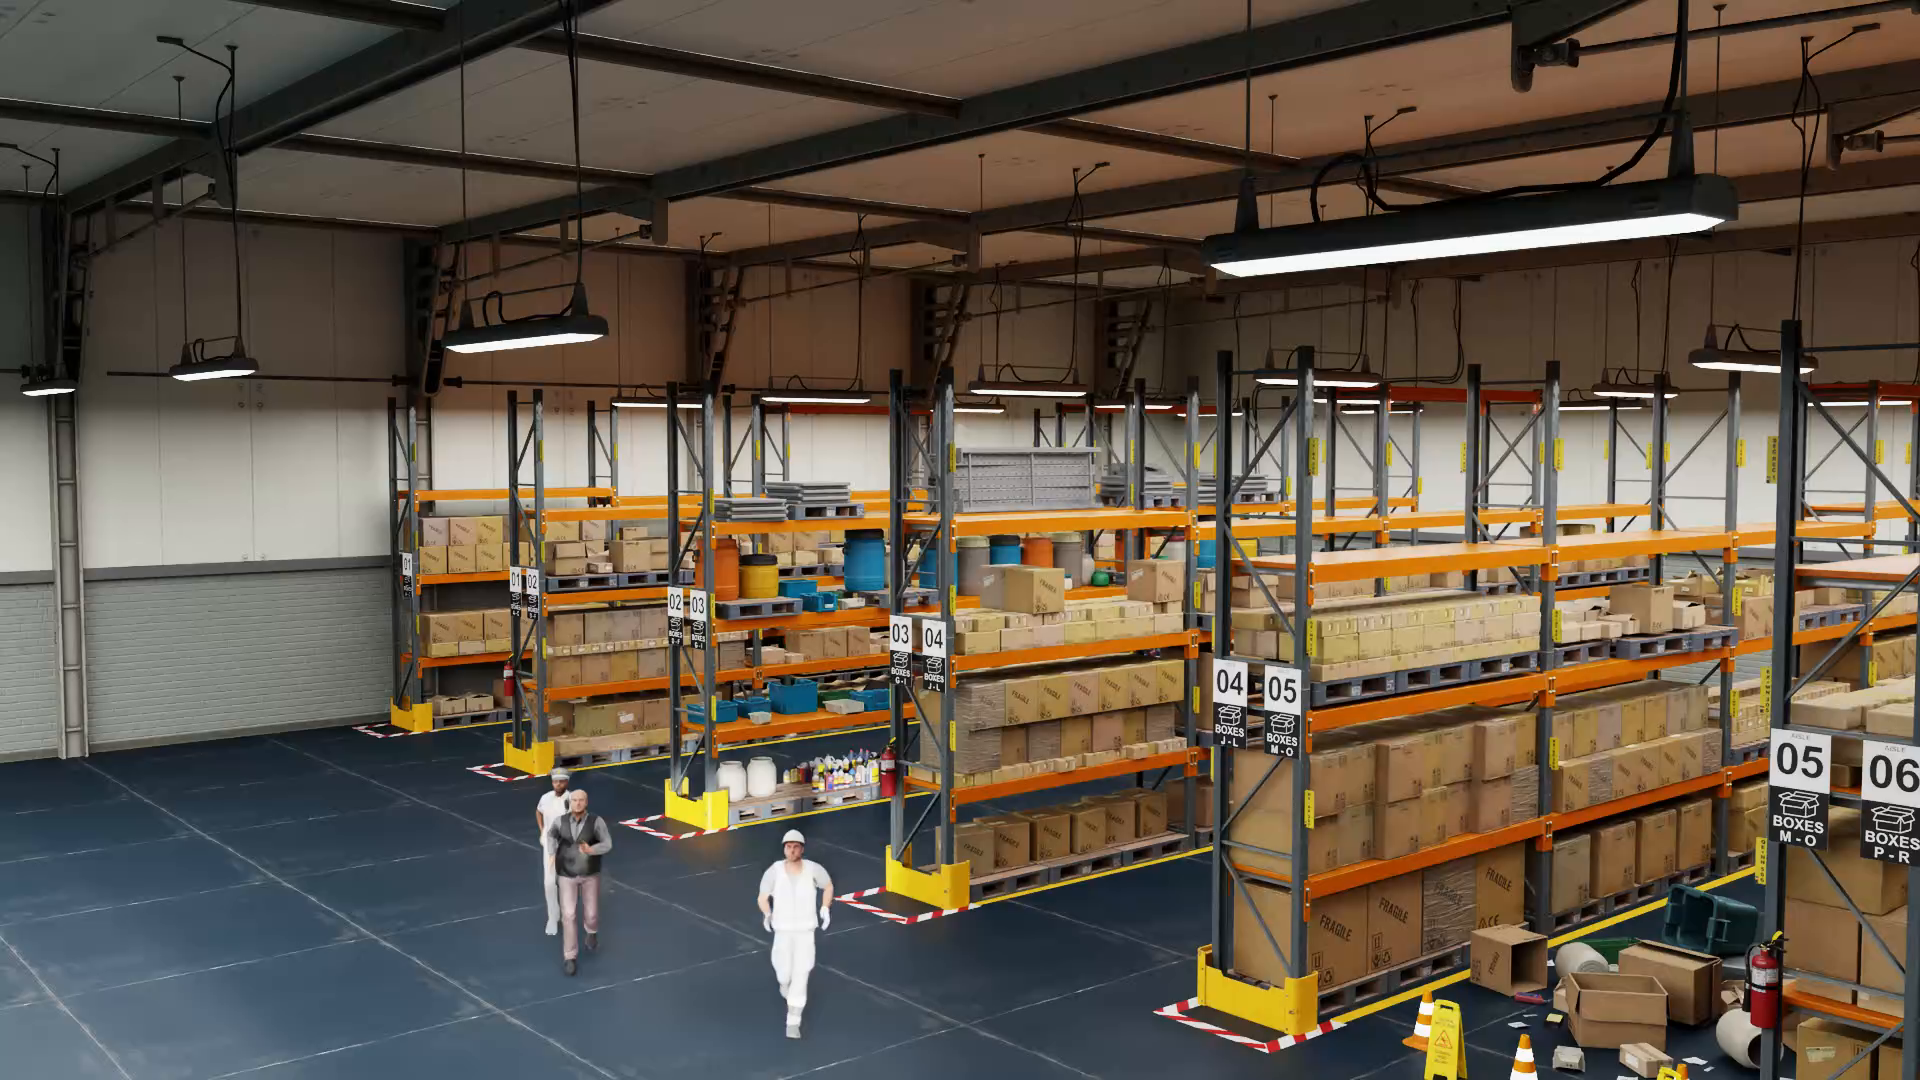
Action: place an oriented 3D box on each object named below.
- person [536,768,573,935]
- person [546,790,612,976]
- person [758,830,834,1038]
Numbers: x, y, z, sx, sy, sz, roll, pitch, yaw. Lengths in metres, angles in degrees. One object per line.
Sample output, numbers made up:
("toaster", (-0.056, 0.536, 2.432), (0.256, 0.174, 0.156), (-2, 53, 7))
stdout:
("person", (-4.248, 3.282, 17.699), (0.554, 1.751, 0.714), (0, 3, -7))
("person", (-3.759, 3.319, 16.410), (0.655, 1.710, 0.948), (-1, 3, -10))
("person", (-1.449, 3.439, 14.701), (0.669, 1.755, 0.866), (0, 3, -4))
